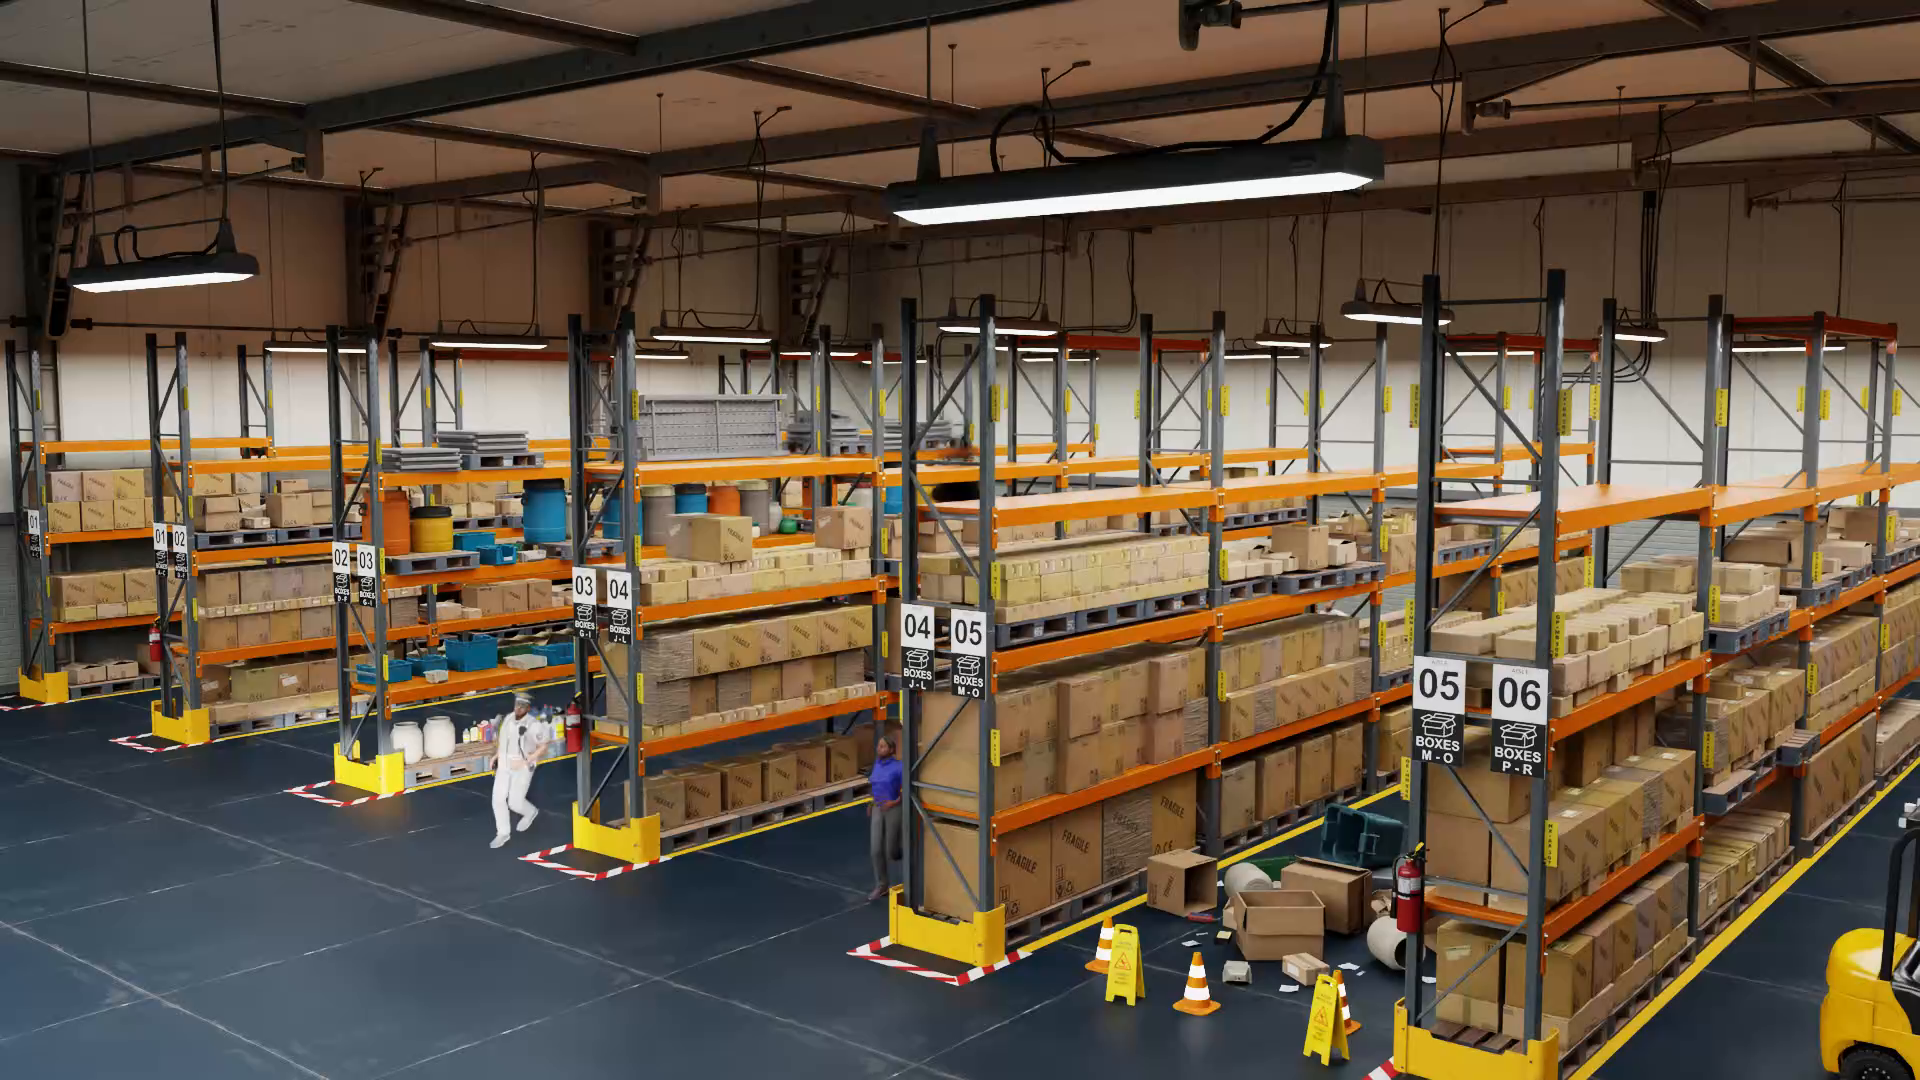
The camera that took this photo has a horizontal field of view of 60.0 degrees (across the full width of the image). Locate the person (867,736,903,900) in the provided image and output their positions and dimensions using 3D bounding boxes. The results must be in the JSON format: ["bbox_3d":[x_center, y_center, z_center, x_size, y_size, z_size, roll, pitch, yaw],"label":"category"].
[{"bbox_3d":[-0.701,2.831,17.116,0.576,1.638,0.726,4,6,36],"label":"person"}]

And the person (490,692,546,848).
[{"bbox_3d":[-5.031,2.598,19.042,0.703,1.760,0.750,2,5,19],"label":"person"}]

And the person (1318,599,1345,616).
[{"bbox_3d":[6.291,1.784,28.303,0.645,1.760,0.773,3,6,32],"label":"person"}]
